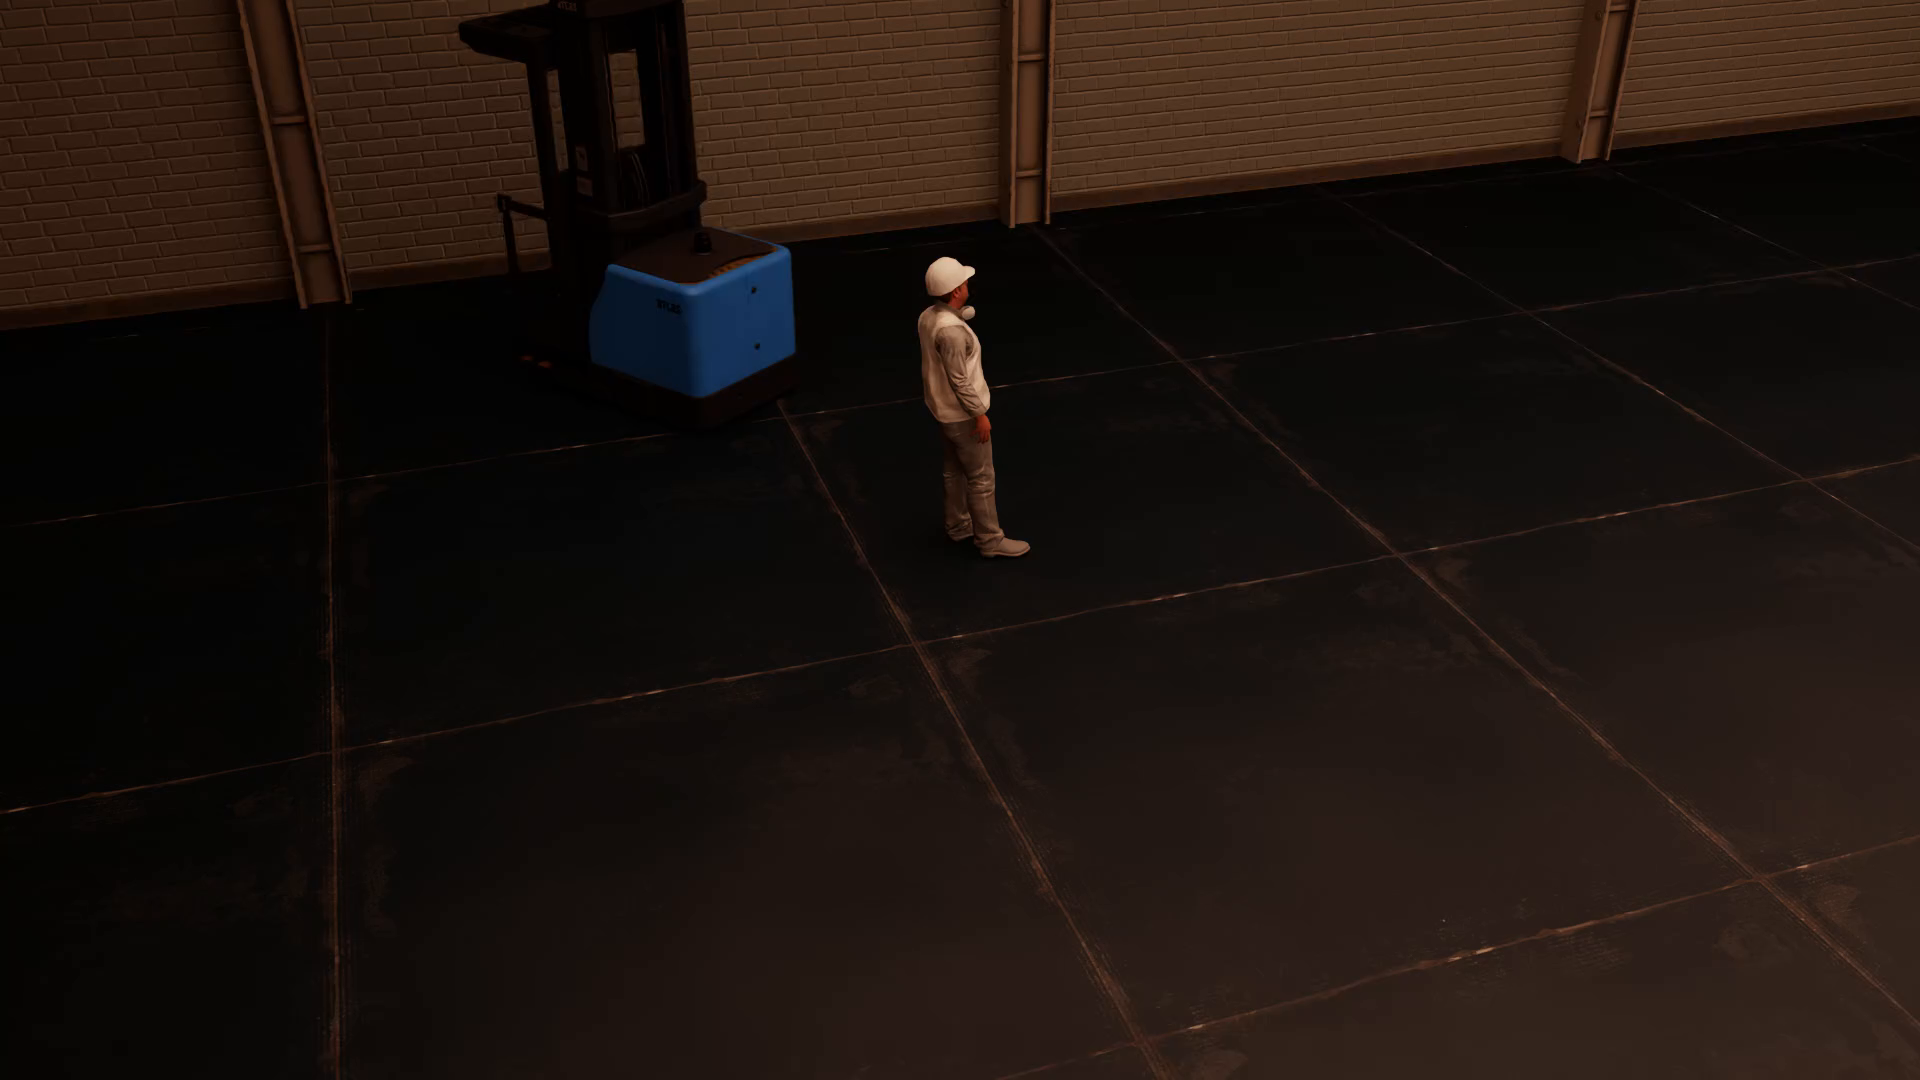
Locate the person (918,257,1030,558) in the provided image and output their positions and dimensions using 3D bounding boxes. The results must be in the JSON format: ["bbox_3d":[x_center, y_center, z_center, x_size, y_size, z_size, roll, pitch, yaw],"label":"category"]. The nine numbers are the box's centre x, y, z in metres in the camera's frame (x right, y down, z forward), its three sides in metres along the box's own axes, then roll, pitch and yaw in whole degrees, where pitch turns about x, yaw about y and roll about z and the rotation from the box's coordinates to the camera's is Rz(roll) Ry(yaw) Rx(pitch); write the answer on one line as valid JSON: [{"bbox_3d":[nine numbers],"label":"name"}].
[{"bbox_3d":[0.061,-0.781,9.590,0.568,1.773,0.632,-10,31,-16],"label":"person"}]

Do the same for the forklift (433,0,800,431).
[{"bbox_3d":[-2.624,-2.579,11.570,3.031,2.935,1.130,20,36,31],"label":"forklift"}]
